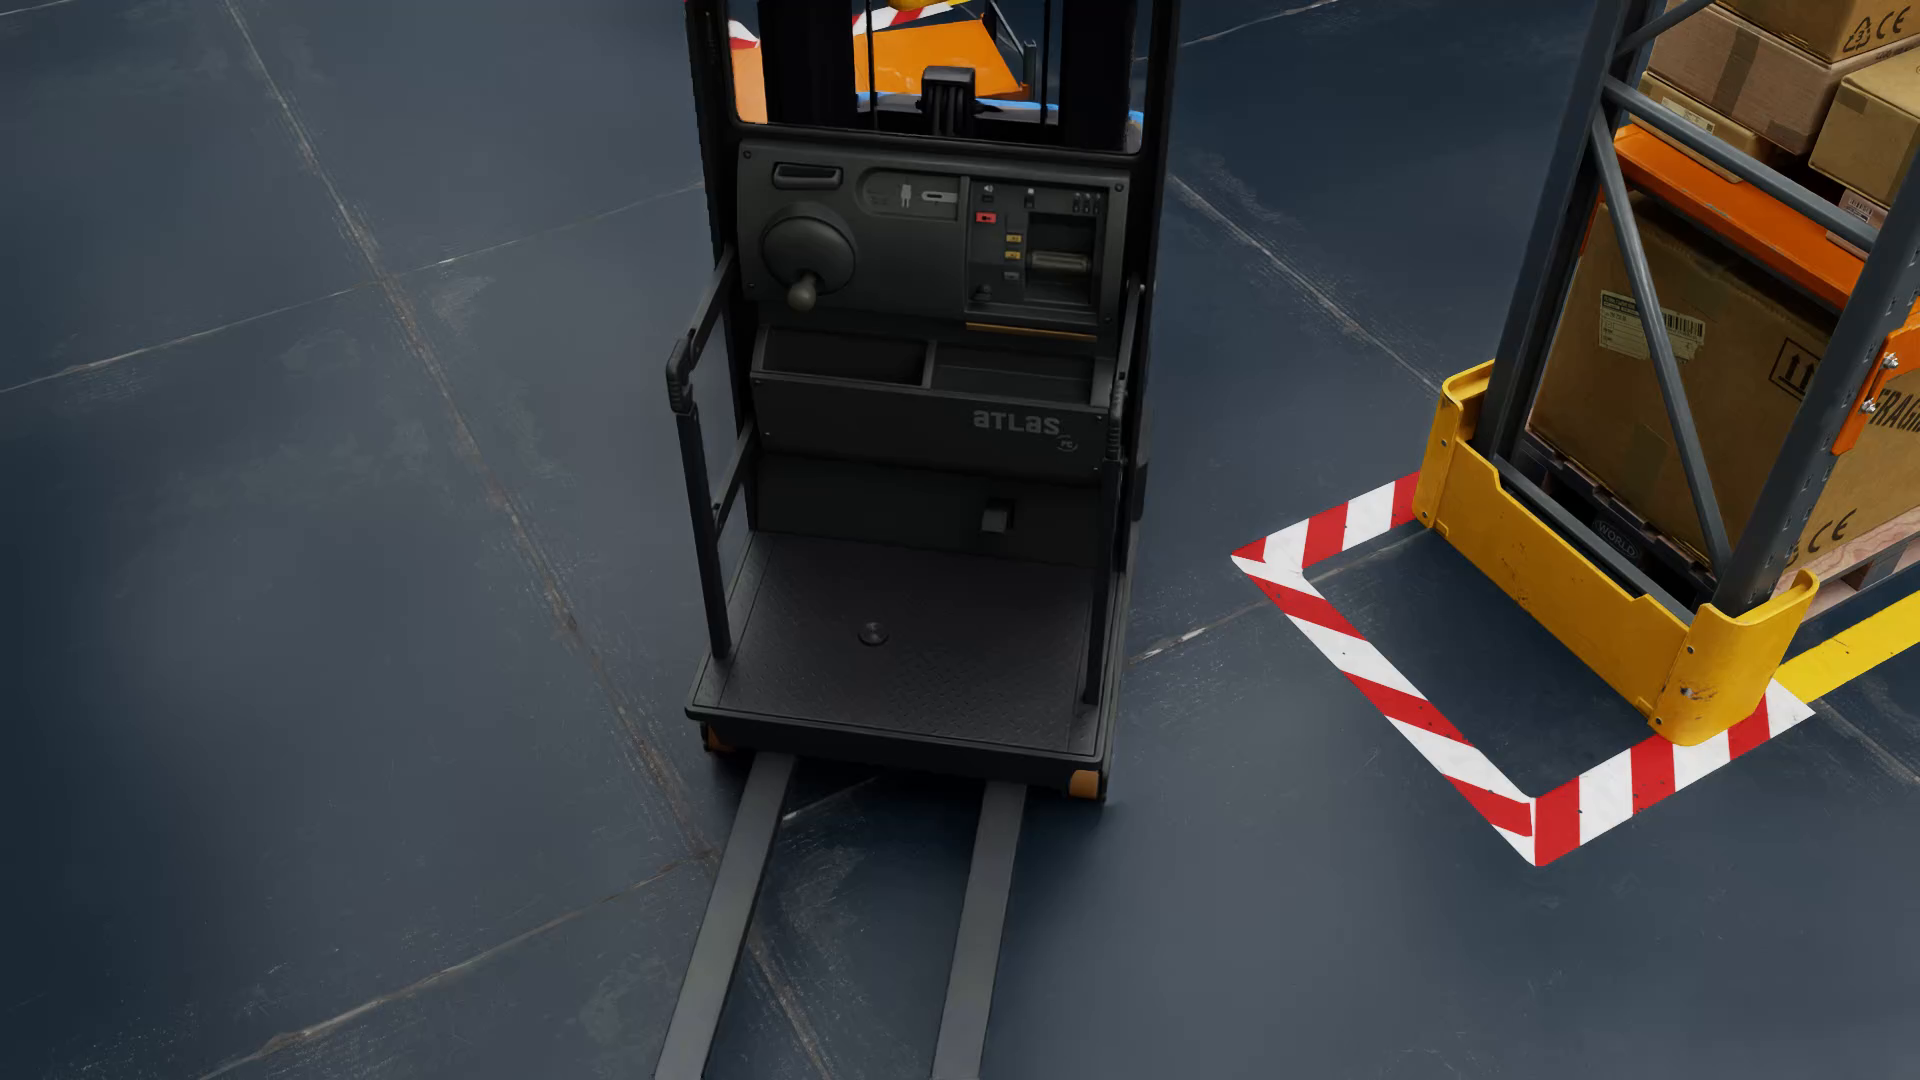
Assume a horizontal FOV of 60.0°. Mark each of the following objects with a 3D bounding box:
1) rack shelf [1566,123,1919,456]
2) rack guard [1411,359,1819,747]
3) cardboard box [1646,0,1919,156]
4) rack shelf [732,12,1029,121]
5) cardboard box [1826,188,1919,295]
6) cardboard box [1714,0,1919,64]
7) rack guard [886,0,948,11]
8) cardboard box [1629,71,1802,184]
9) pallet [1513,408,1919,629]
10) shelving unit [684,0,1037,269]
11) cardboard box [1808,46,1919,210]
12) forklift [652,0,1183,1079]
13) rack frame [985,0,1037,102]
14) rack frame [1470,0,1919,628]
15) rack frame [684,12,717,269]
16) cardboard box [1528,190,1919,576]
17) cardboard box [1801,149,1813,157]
[{"bbox_3d":[3.623,-1.338,4.991,4.000,0.370,1.077,-22,48,-21],"label":"rack shelf"},{"bbox_3d":[1.868,0.003,4.888,0.348,0.500,1.175,-22,48,-21],"label":"rack guard"},{"bbox_3d":[2.177,-1.283,4.313,0.500,0.250,0.500,-23,48,-22],"label":"cardboard box"},{"bbox_3d":[-0.326,-1.445,5.511,1.000,0.278,0.538,-10,45,-11],"label":"rack shelf"},{"bbox_3d":[2.361,-0.736,4.035,0.250,0.149,0.380,-21,48,-21],"label":"cardboard box"},{"bbox_3d":[2.180,-1.552,4.051,0.500,0.500,0.500,-21,48,-20],"label":"cardboard box"},{"bbox_3d":[-0.429,-3.061,8.046,0.348,0.500,1.175,-22,48,-21],"label":"rack guard"},{"bbox_3d":[2.034,-1.134,4.445,0.250,0.149,0.380,-21,48,-20],"label":"cardboard box"},{"bbox_3d":[2.543,-0.226,5.331,1.213,0.211,1.003,-22,48,-21],"label":"pallet"},{"bbox_3d":[-0.326,-1.235,5.715,1.048,1.125,0.538,-10,45,-11],"label":"shelving unit"},{"bbox_3d":[2.440,-0.958,3.978,0.500,0.250,0.500,-23,49,-22],"label":"cardboard box"},{"bbox_3d":[-0.104,-0.624,3.788,1.130,2.935,3.031,6,45,7],"label":"forklift"},{"bbox_3d":[0.165,-1.326,5.808,0.032,1.125,0.500,-10,45,-11],"label":"rack frame"},{"bbox_3d":[1.889,-0.902,4.026,0.127,3.000,1.000,-22,48,-21],"label":"rack frame"},{"bbox_3d":[-0.818,-1.144,5.621,0.032,1.125,0.500,-10,45,-11],"label":"rack frame"},{"bbox_3d":[2.404,-0.561,4.898,0.875,0.875,0.875,-22,48,-21],"label":"cardboard box"},{"bbox_3d":[2.258,-1.225,4.539,0.250,0.149,0.380,-21,48,-21],"label":"cardboard box"}]
